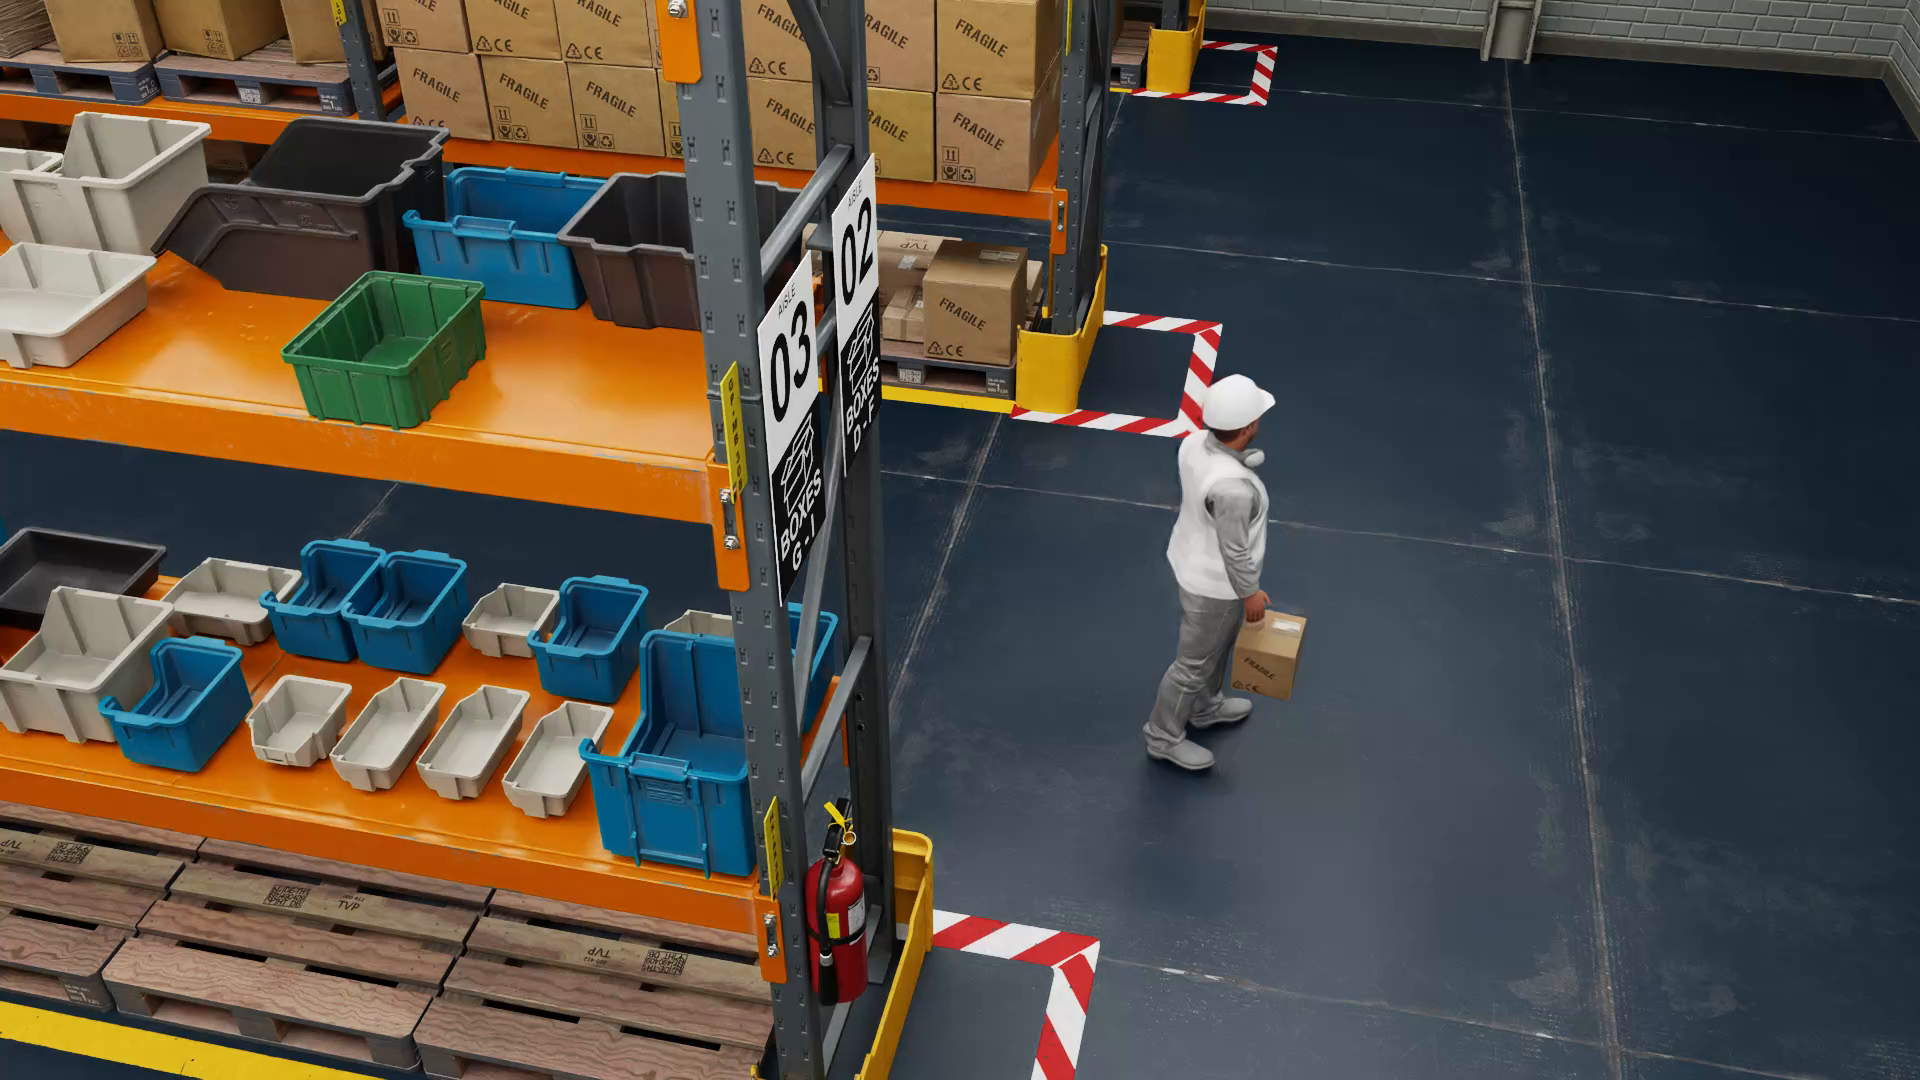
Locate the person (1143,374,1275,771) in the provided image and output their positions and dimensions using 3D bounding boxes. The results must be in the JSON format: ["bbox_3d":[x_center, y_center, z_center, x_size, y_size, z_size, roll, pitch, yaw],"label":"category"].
[{"bbox_3d":[1.042,0.123,6.777,0.538,1.770,0.554,-4,37,-6],"label":"person"}]
